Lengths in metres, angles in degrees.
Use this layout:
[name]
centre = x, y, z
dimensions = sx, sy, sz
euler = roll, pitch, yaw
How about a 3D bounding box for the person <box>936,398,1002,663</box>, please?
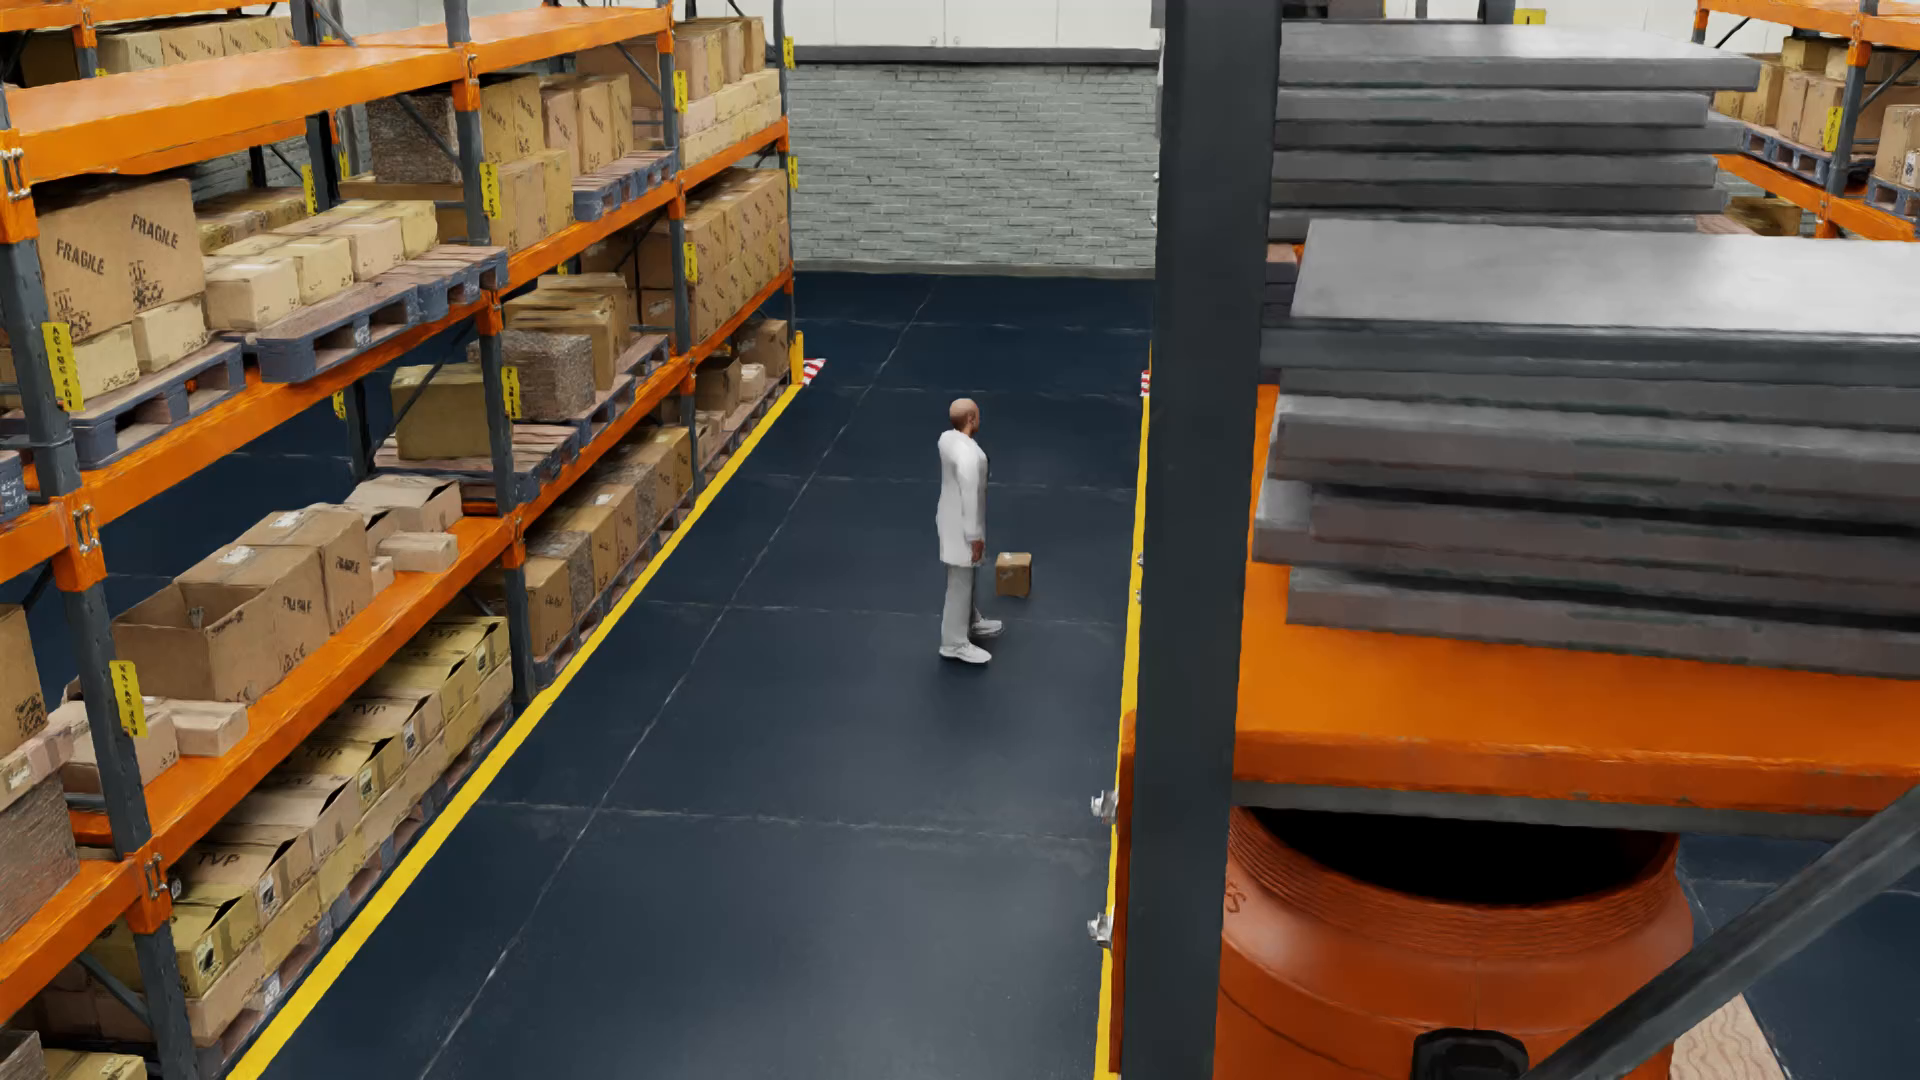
[person]
centre = 0.083, -0.101, 11.281
dimensions = 0.520, 1.790, 0.647
euler = -5, 22, -14
